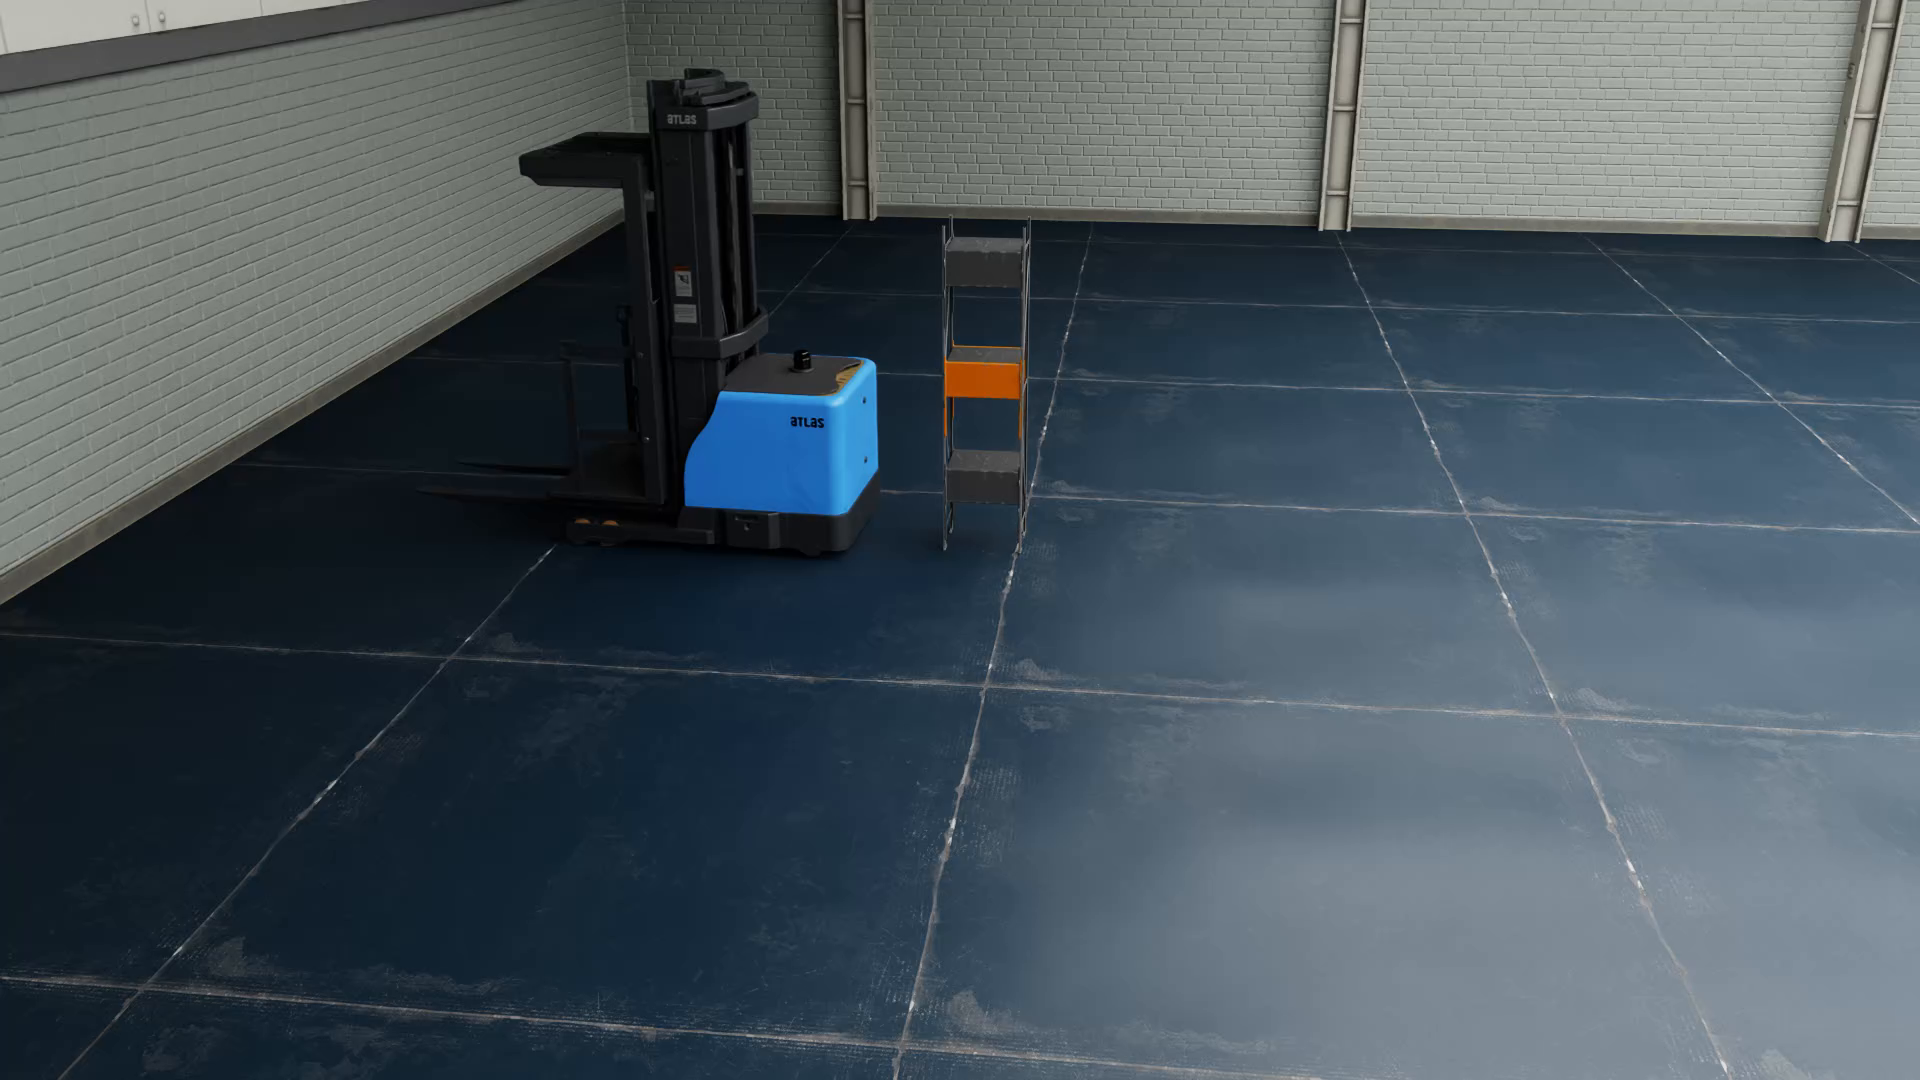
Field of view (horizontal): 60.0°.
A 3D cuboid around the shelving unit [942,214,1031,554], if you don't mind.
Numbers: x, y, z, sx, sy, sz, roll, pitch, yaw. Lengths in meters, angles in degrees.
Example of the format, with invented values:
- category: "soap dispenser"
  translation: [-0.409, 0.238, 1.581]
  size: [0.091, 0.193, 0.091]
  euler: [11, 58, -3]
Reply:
- category: "shelving unit"
  translation: [0.164, -0.969, 10.536]
  size: [0.503, 2.100, 0.431]
  euler: [2, 22, 6]

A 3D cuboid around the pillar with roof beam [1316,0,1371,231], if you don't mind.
- category: "pillar with roof beam"
  translation: [4.163, -6.508, 15.162]
  size: [0.400, 9.000, 9.100]
  euler: [2, 22, 6]

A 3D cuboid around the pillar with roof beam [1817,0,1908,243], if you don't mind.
- category: "pillar with roof beam"
  translation: [10.121, -6.248, 14.505]
  size: [0.400, 9.000, 9.100]
  euler: [2, 22, 6]

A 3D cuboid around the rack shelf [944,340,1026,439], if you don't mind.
- category: "rack shelf"
  translation: [0.164, -0.957, 10.541]
  size: [0.480, 0.518, 0.431]
  euler: [2, 22, 6]

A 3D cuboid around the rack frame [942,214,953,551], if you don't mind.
- category: "rack frame"
  translation: [-0.078, -0.980, 10.562]
  size: [0.015, 2.100, 0.400]
  euler: [2, 22, 6]

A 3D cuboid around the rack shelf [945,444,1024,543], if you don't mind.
- category: "rack shelf"
  translation: [0.164, -0.306, 10.798]
  size: [0.480, 0.518, 0.431]
  euler: [2, 22, 6]

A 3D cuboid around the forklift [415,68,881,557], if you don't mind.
- category: "forklift"
  translation: [-2.112, -1.506, 10.762]
  size: [3.031, 2.935, 1.130]
  euler: [4, 22, 10]

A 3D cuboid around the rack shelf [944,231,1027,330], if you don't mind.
- category: "rack shelf"
  translation: [0.164, -1.608, 10.283]
  size: [0.480, 0.518, 0.431]
  euler: [2, 22, 6]

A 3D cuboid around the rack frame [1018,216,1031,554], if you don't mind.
- category: "rack frame"
  translation: [0.407, -0.959, 10.509]
  size: [0.015, 2.100, 0.400]
  euler: [2, 22, 6]

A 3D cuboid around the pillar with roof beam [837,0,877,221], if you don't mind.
- category: "pillar with roof beam"
  translation: [-1.796, -6.768, 15.818]
  size: [0.400, 9.000, 9.100]
  euler: [2, 22, 6]
